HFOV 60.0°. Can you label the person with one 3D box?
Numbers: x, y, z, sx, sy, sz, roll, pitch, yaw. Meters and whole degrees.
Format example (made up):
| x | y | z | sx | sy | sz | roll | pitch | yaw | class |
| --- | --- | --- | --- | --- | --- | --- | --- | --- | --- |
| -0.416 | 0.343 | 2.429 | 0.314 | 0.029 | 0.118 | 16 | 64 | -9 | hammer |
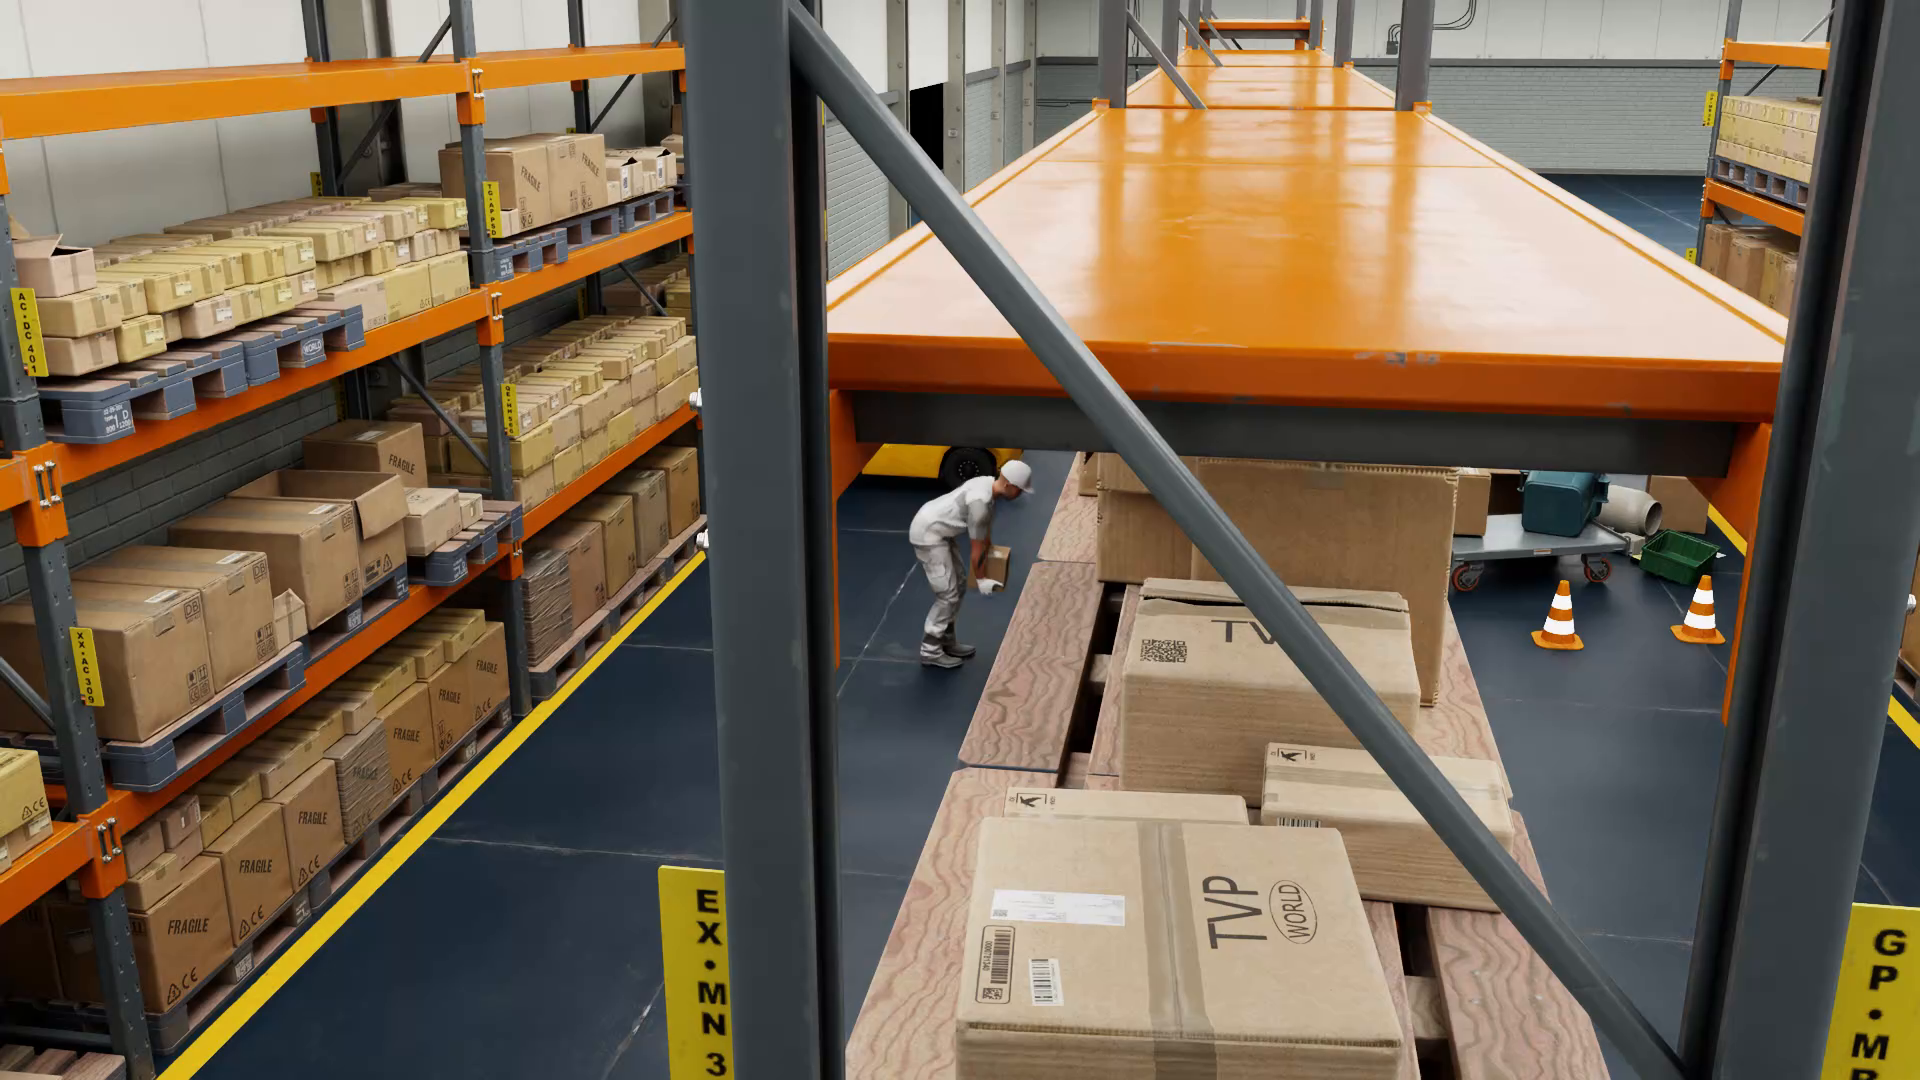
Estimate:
| x | y | z | sx | sy | sz | roll | pitch | yaw | class |
| --- | --- | --- | --- | --- | --- | --- | --- | --- | --- |
| 0.079 | 0.150 | 11.559 | 0.858 | 1.472 | 0.482 | 2 | 18 | 8 | person |
